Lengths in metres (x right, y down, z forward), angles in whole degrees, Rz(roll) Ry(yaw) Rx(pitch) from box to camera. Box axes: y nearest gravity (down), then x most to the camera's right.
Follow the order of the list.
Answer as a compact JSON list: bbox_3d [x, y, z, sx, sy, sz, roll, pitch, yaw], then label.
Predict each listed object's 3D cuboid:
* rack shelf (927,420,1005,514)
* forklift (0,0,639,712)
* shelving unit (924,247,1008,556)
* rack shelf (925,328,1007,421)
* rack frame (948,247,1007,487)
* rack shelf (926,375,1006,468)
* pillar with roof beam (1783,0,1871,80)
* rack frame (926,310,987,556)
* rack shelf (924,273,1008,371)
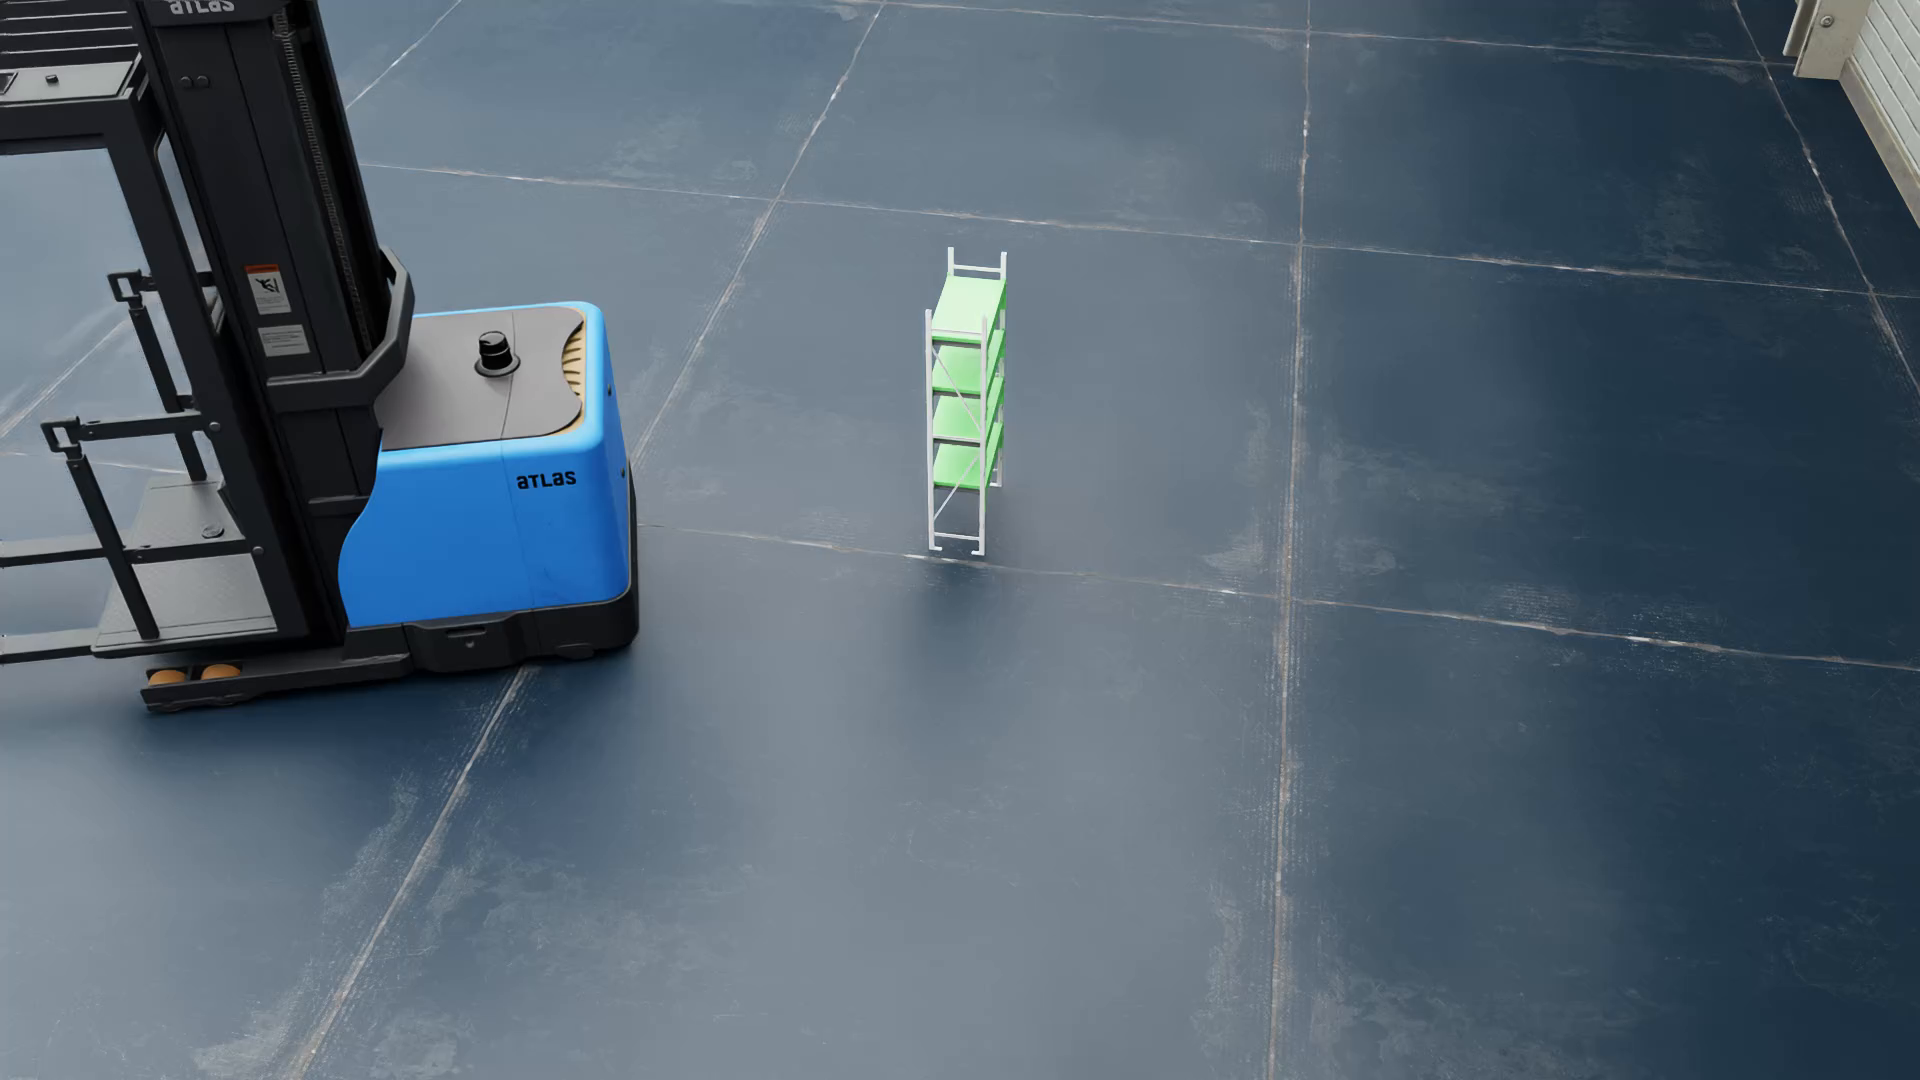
[{"bbox_3d":[0.029,-0.332,7.187,0.258,0.148,0.480,6,40,8],"label":"rack shelf"},{"bbox_3d":[-2.858,-0.828,5.952,3.031,2.935,1.130,-6,40,-7],"label":"forklift"},{"bbox_3d":[0.029,-0.566,6.993,0.258,1.200,0.503,6,40,8],"label":"shelving unit"},{"bbox_3d":[0.029,-0.702,6.881,0.258,0.148,0.480,6,40,8],"label":"rack shelf"},{"bbox_3d":[0.071,-0.719,7.179,0.240,1.200,0.015,6,40,8],"label":"rack frame"},{"bbox_3d":[0.029,-0.517,7.034,0.258,0.148,0.480,6,40,8],"label":"rack shelf"},{"bbox_3d":[1.436,-7.098,8.773,9.100,9.000,0.400,6,40,8],"label":"pillar with roof beam"},{"bbox_3d":[-0.014,-0.413,6.808,0.240,1.200,0.015,6,40,8],"label":"rack frame"},{"bbox_3d":[0.029,-0.887,6.728,0.258,0.148,0.480,6,40,8],"label":"rack shelf"}]
